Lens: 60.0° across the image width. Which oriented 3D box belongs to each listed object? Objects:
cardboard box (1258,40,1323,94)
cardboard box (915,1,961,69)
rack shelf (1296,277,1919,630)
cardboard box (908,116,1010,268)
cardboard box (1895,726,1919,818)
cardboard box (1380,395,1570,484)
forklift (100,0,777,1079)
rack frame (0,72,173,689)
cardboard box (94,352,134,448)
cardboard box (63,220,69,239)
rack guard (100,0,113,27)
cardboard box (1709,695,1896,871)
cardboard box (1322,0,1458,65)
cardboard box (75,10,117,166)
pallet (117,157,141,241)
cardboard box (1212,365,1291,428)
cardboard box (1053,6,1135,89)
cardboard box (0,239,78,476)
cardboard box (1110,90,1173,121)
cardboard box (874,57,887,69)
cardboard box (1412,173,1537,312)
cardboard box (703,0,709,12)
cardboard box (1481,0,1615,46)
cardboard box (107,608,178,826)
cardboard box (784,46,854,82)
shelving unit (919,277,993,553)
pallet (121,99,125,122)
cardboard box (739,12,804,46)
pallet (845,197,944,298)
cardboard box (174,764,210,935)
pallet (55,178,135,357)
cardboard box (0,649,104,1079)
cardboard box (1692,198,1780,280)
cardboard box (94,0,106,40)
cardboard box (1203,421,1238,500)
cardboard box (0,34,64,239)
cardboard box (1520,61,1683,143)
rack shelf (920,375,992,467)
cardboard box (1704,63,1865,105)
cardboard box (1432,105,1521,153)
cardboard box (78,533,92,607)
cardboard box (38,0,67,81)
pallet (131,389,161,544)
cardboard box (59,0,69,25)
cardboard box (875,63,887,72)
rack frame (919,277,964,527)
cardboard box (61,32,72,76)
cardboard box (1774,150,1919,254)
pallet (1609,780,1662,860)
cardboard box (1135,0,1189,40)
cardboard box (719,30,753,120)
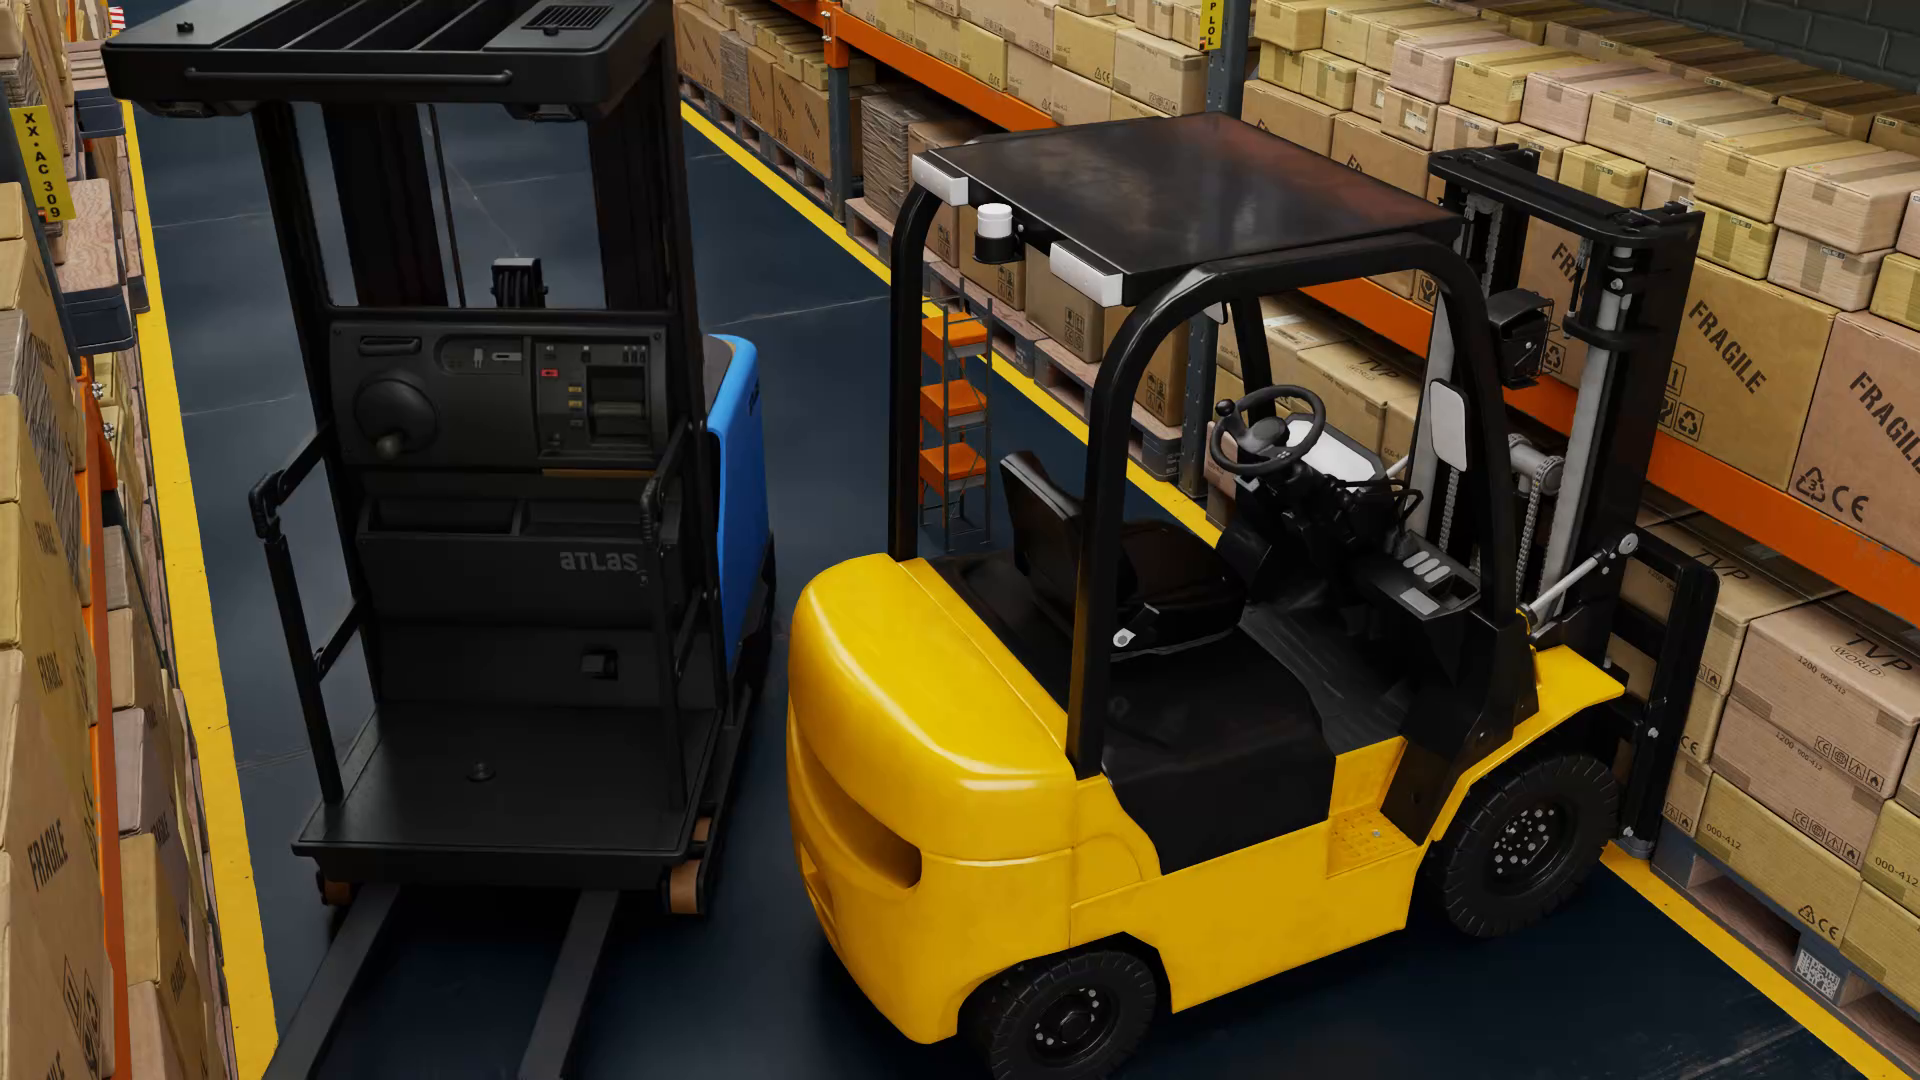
[{"bbox_3d":[1.310,-1.736,6.013,0.380,0.149,0.250,-14,32,-23],"label":"cardboard box"},{"bbox_3d":[0.103,-2.610,8.491,0.500,0.250,0.500,-14,32,-24],"label":"cardboard box"},{"bbox_3d":[2.270,-0.408,5.146,1.077,0.370,4.000,-13,32,-22],"label":"rack shelf"},{"bbox_3d":[0.237,-1.954,9.166,0.875,0.625,0.625,-12,31,-20],"label":"cardboard box"},{"bbox_3d":[2.649,0.604,3.966,0.500,0.250,0.500,-12,31,-20],"label":"cardboard box"},{"bbox_3d":[1.770,-0.300,5.578,0.500,0.250,0.500,-12,31,-20],"label":"cardboard box"},{"bbox_3d":[-1.272,-0.356,4.387,1.130,2.935,3.031,1,29,2],"label":"forklift"},{"bbox_3d":[-3.070,-0.561,4.684,1.000,3.000,0.127,-13,32,-22],"label":"rack frame"},{"bbox_3d":[-3.909,-0.453,6.748,0.950,0.372,0.625,-12,31,-20],"label":"cardboard box"},{"bbox_3d":[-3.121,-1.057,5.396,0.380,0.149,0.250,-12,32,-21],"label":"cardboard box"},{"bbox_3d":[-8.232,-4.782,14.767,1.175,0.500,0.348,-13,32,-22],"label":"rack guard"},{"bbox_3d":[2.432,0.587,4.507,0.500,0.250,0.500,-13,32,-22],"label":"cardboard box"},{"bbox_3d":[1.490,-1.765,5.762,0.380,0.149,0.250,-13,32,-21],"label":"cardboard box"},{"bbox_3d":[-5.771,-2.697,10.236,0.875,0.875,0.875,-12,31,-21],"label":"cardboard box"},{"bbox_3d":[-5.578,-2.014,10.126,1.003,0.211,1.213,-13,32,-22],"label":"pallet"},{"bbox_3d":[1.340,-0.528,6.496,0.500,0.250,0.500,-13,32,-22],"label":"cardboard box"},{"bbox_3d":[0.742,-2.147,7.153,0.500,0.250,0.500,-14,32,-23],"label":"cardboard box"},{"bbox_3d":[-2.428,-0.364,3.927,0.500,0.500,0.500,-12,31,-20],"label":"cardboard box"},{"bbox_3d":[0.959,-1.707,6.881,0.500,0.250,0.500,-12,32,-21],"label":"cardboard box"},{"bbox_3d":[-0.338,-3.167,10.793,0.380,0.149,0.250,-12,31,-20],"label":"cardboard box"},{"bbox_3d":[1.823,-0.948,5.271,0.500,0.500,0.500,-13,32,-22],"label":"cardboard box"},{"bbox_3d":[-1.670,-3.965,12.217,0.380,0.149,0.250,-14,32,-23],"label":"cardboard box"},{"bbox_3d":[2.017,-1.750,5.735,0.380,0.149,0.250,-13,32,-22],"label":"cardboard box"},{"bbox_3d":[-2.354,0.557,4.305,0.500,0.500,0.500,-12,32,-21],"label":"cardboard box"},{"bbox_3d":[-0.892,-3.027,10.544,0.380,0.149,0.250,-15,33,-25],"label":"cardboard box"},{"bbox_3d":[-0.023,-0.482,6.535,0.215,1.050,0.252,-13,32,-22],"label":"shelving unit"},{"bbox_3d":[-6.760,-3.231,12.296,1.003,0.211,1.213,-13,32,-22],"label":"pallet"},{"bbox_3d":[-1.291,-3.504,11.396,0.380,0.149,0.250,-15,32,-24],"label":"cardboard box"},{"bbox_3d":[0.012,-1.784,9.715,1.003,0.211,1.213,-13,32,-22],"label":"pallet"},{"bbox_3d":[-2.336,0.893,4.473,0.500,0.250,0.500,-14,32,-23],"label":"cardboard box"},{"bbox_3d":[-3.267,-0.846,5.387,1.003,0.211,1.213,-13,32,-22],"label":"pallet"},{"bbox_3d":[-1.531,0.537,2.319,0.500,0.500,0.500,-12,31,-20],"label":"cardboard box"},{"bbox_3d":[2.154,-0.820,4.381,0.380,0.149,0.250,-13,32,-22],"label":"cardboard box"},{"bbox_3d":[-7.448,-4.255,13.461,0.875,0.438,0.875,-12,32,-21],"label":"cardboard box"},{"bbox_3d":[1.320,-0.306,6.610,0.500,0.250,0.500,-13,32,-21],"label":"cardboard box"},{"bbox_3d":[-3.012,-1.185,4.961,0.500,0.500,0.500,-12,32,-21],"label":"cardboard box"},{"bbox_3d":[1.905,-1.306,4.942,0.380,0.149,0.250,-13,32,-22],"label":"cardboard box"},{"bbox_3d":[-0.023,-0.472,6.541,0.215,0.259,0.240,-13,32,-22],"label":"rack shelf"},{"bbox_3d":[2.422,-1.293,4.919,0.380,0.149,0.250,-12,31,-21],"label":"cardboard box"},{"bbox_3d":[1.710,-1.271,5.185,0.380,0.149,0.250,-13,32,-22],"label":"cardboard box"},{"bbox_3d":[-2.218,0.075,3.807,0.380,0.149,0.250,-14,32,-23],"label":"cardboard box"},{"bbox_3d":[-3.892,-2.093,6.581,0.500,0.500,0.500,-15,33,-25],"label":"cardboard box"},{"bbox_3d":[-3.933,-0.228,6.941,1.003,0.211,1.213,-13,32,-22],"label":"pallet"},{"bbox_3d":[-5.227,-2.988,9.165,0.500,0.250,0.500,-12,31,-20],"label":"cardboard box"},{"bbox_3d":[-0.427,-2.931,11.036,0.500,0.500,0.500,-13,32,-22],"label":"cardboard box"},{"bbox_3d":[-0.075,-0.535,6.631,0.200,1.050,0.008,-13,32,-22],"label":"rack frame"},{"bbox_3d":[-4.105,-2.101,7.258,0.380,0.149,0.250,-13,32,-22],"label":"cardboard box"},{"bbox_3d":[2.262,-0.838,4.108,0.380,0.149,0.250,-12,32,-21],"label":"cardboard box"},{"bbox_3d":[2.242,0.511,5.623,1.003,0.211,1.213,-13,32,-22],"label":"pallet"},{"bbox_3d":[0.937,-2.146,6.745,0.380,0.149,0.250,-14,32,-23],"label":"cardboard box"},{"bbox_3d":[-1.354,-3.286,11.669,0.500,0.500,0.500,-14,32,-24],"label":"cardboard box"}]
